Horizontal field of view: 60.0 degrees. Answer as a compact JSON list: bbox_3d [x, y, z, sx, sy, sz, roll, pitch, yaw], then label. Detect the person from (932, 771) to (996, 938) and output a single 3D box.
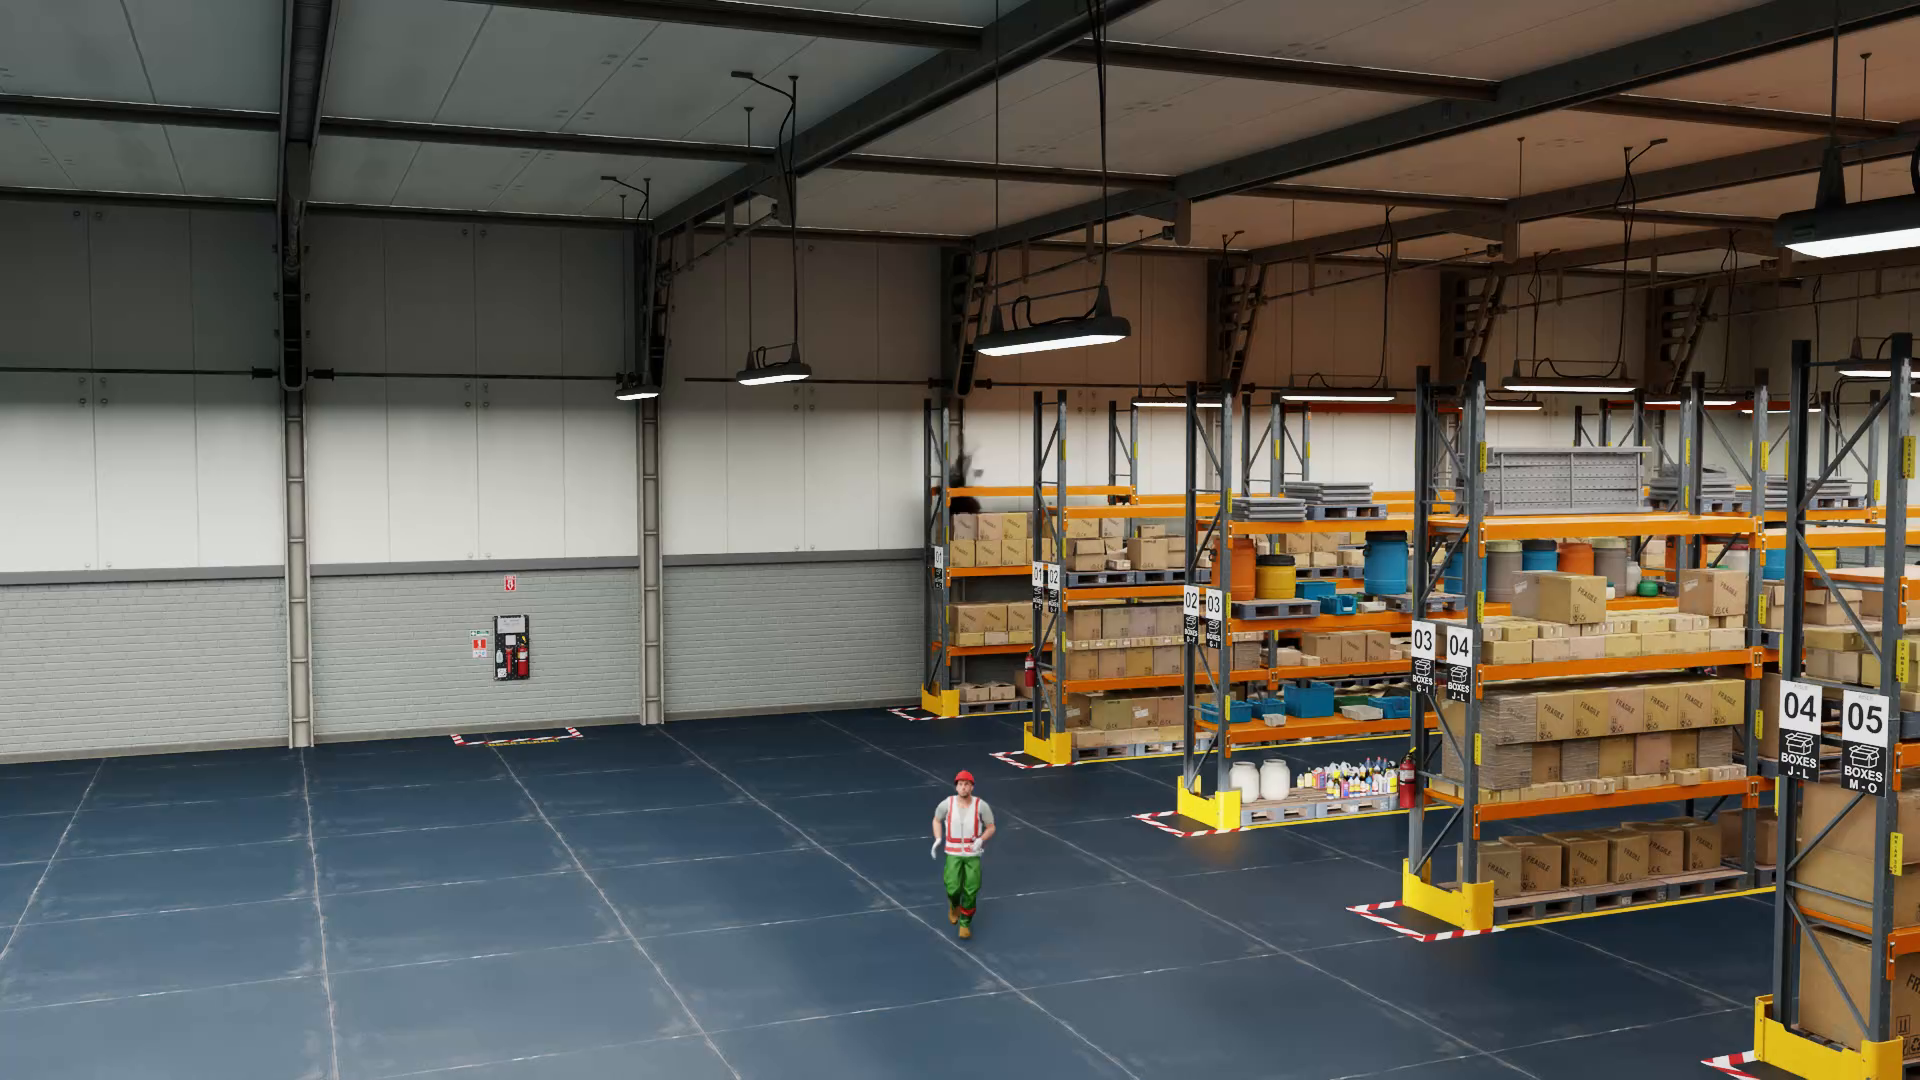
[{"bbox_3d":[0.035,3.275,17.297,0.666,1.737,0.580,0,3,3],"label":"person"}]
